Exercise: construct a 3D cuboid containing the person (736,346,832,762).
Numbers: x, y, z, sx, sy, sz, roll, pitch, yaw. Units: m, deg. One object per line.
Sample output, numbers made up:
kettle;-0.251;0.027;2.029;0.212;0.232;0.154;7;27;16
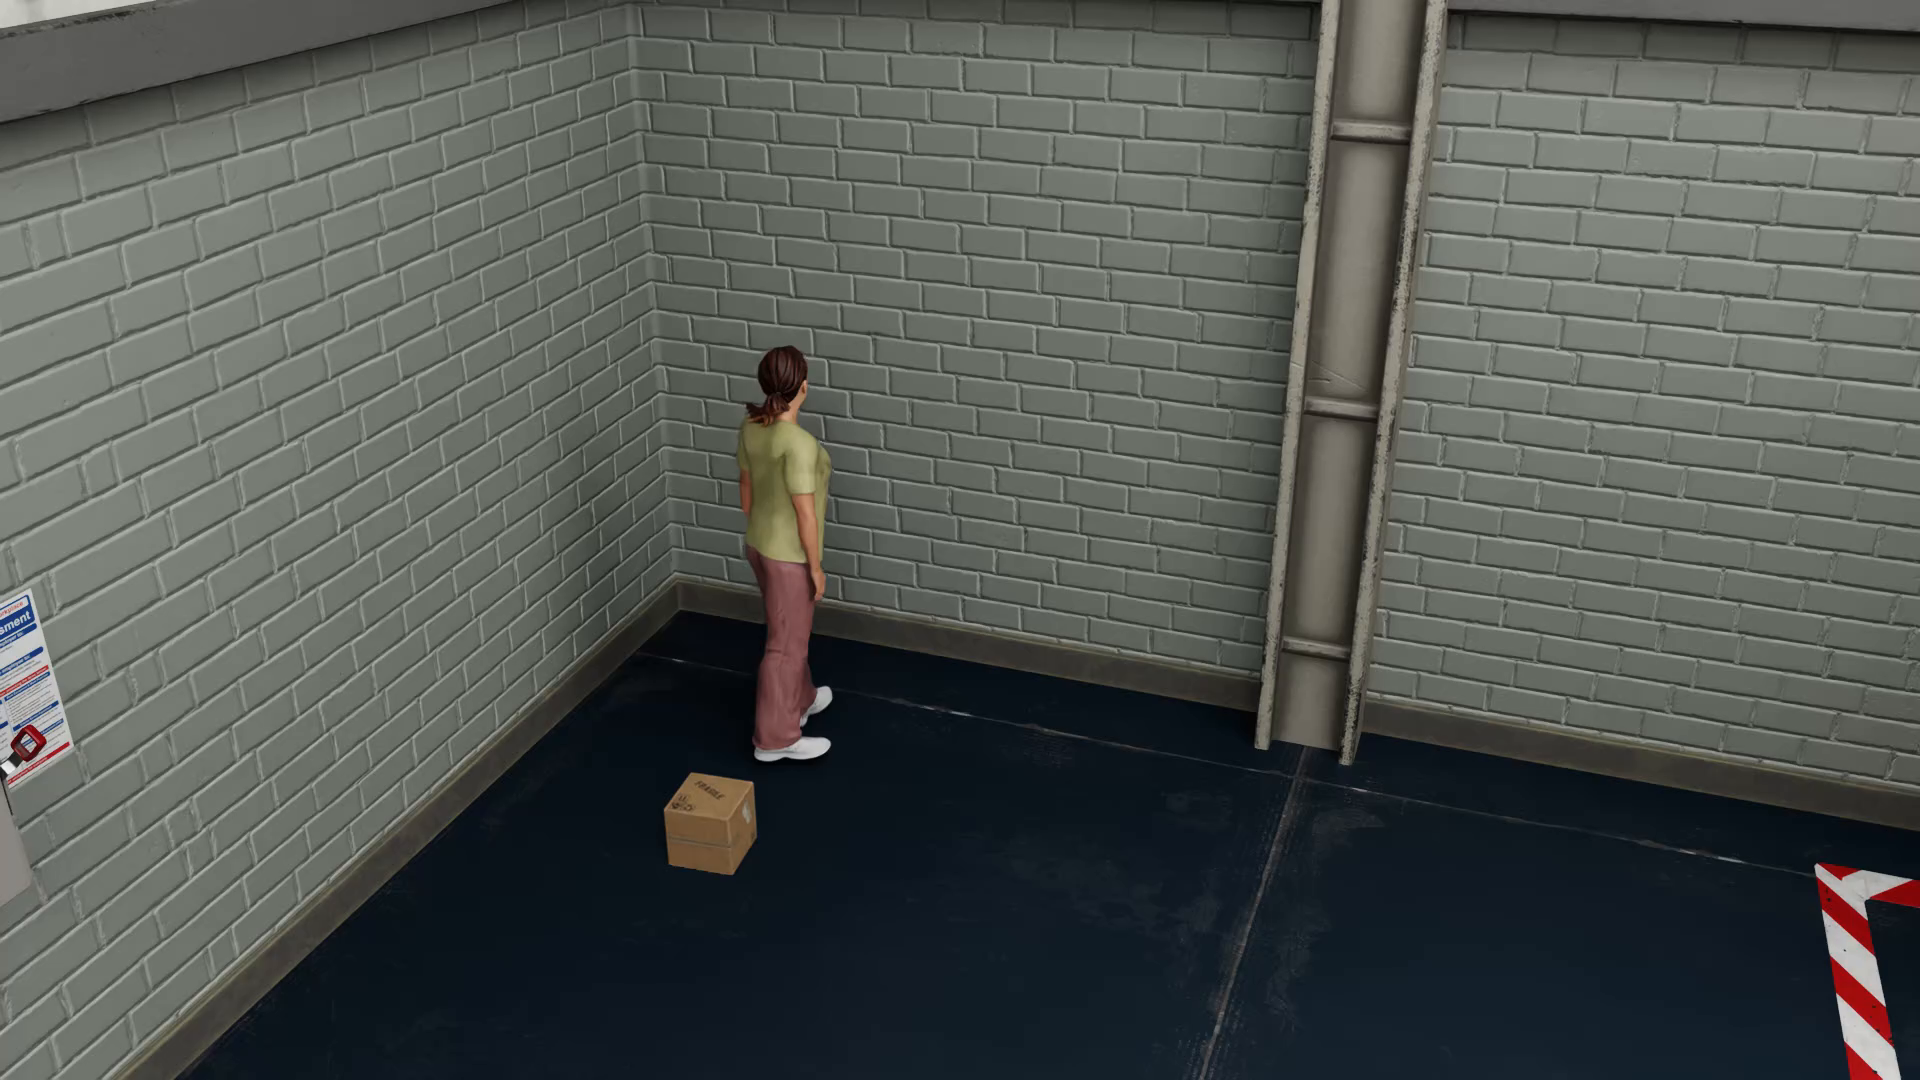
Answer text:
person;-0.651;0.059;6.474;0.512;1.662;0.461;-17;31;-31
